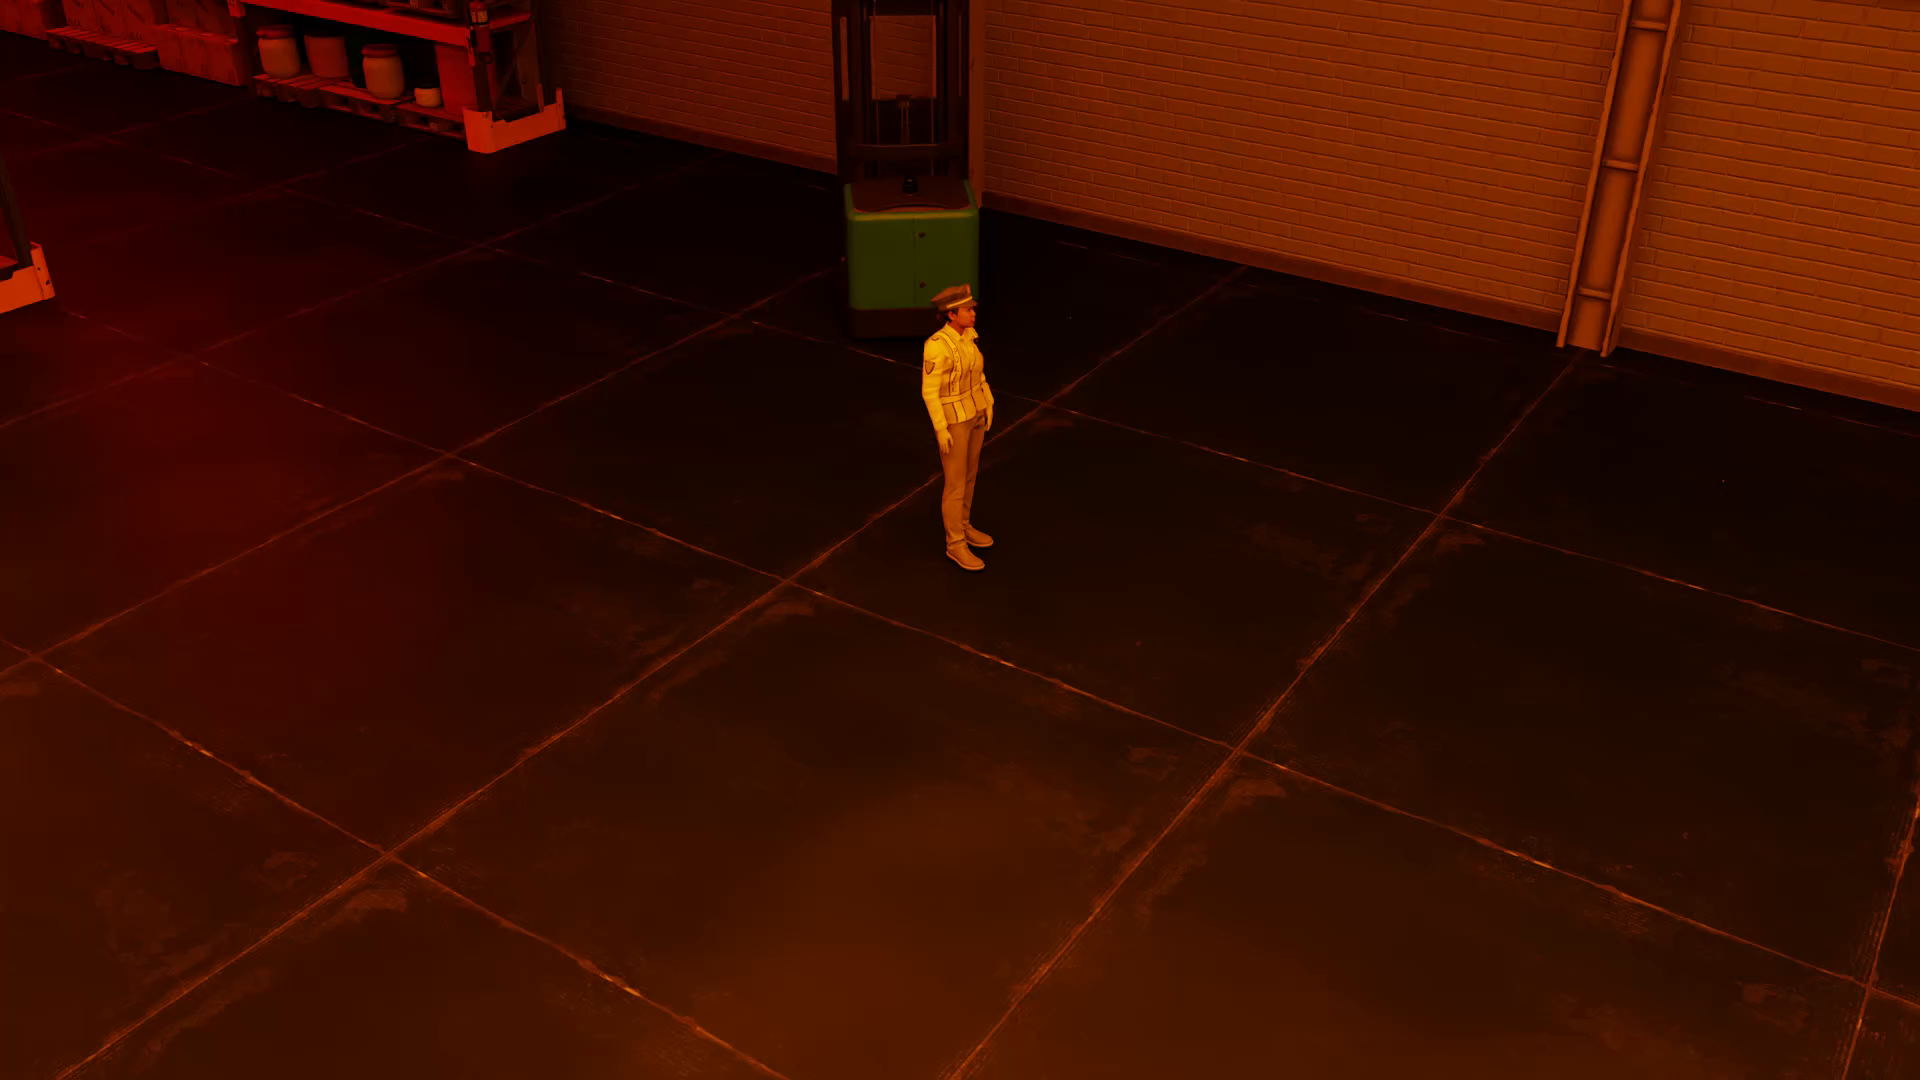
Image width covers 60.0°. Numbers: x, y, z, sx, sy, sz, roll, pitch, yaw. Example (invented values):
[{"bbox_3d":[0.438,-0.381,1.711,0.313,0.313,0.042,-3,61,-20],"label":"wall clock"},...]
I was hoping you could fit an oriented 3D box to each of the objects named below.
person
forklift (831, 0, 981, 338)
[{"bbox_3d":[0.053,-0.717,10.033,0.531,1.695,0.587,19,35,29],"label":"person"},{"bbox_3d":[-0.495,-3.568,13.726,1.130,2.935,3.031,-3,30,-5],"label":"forklift"}]
